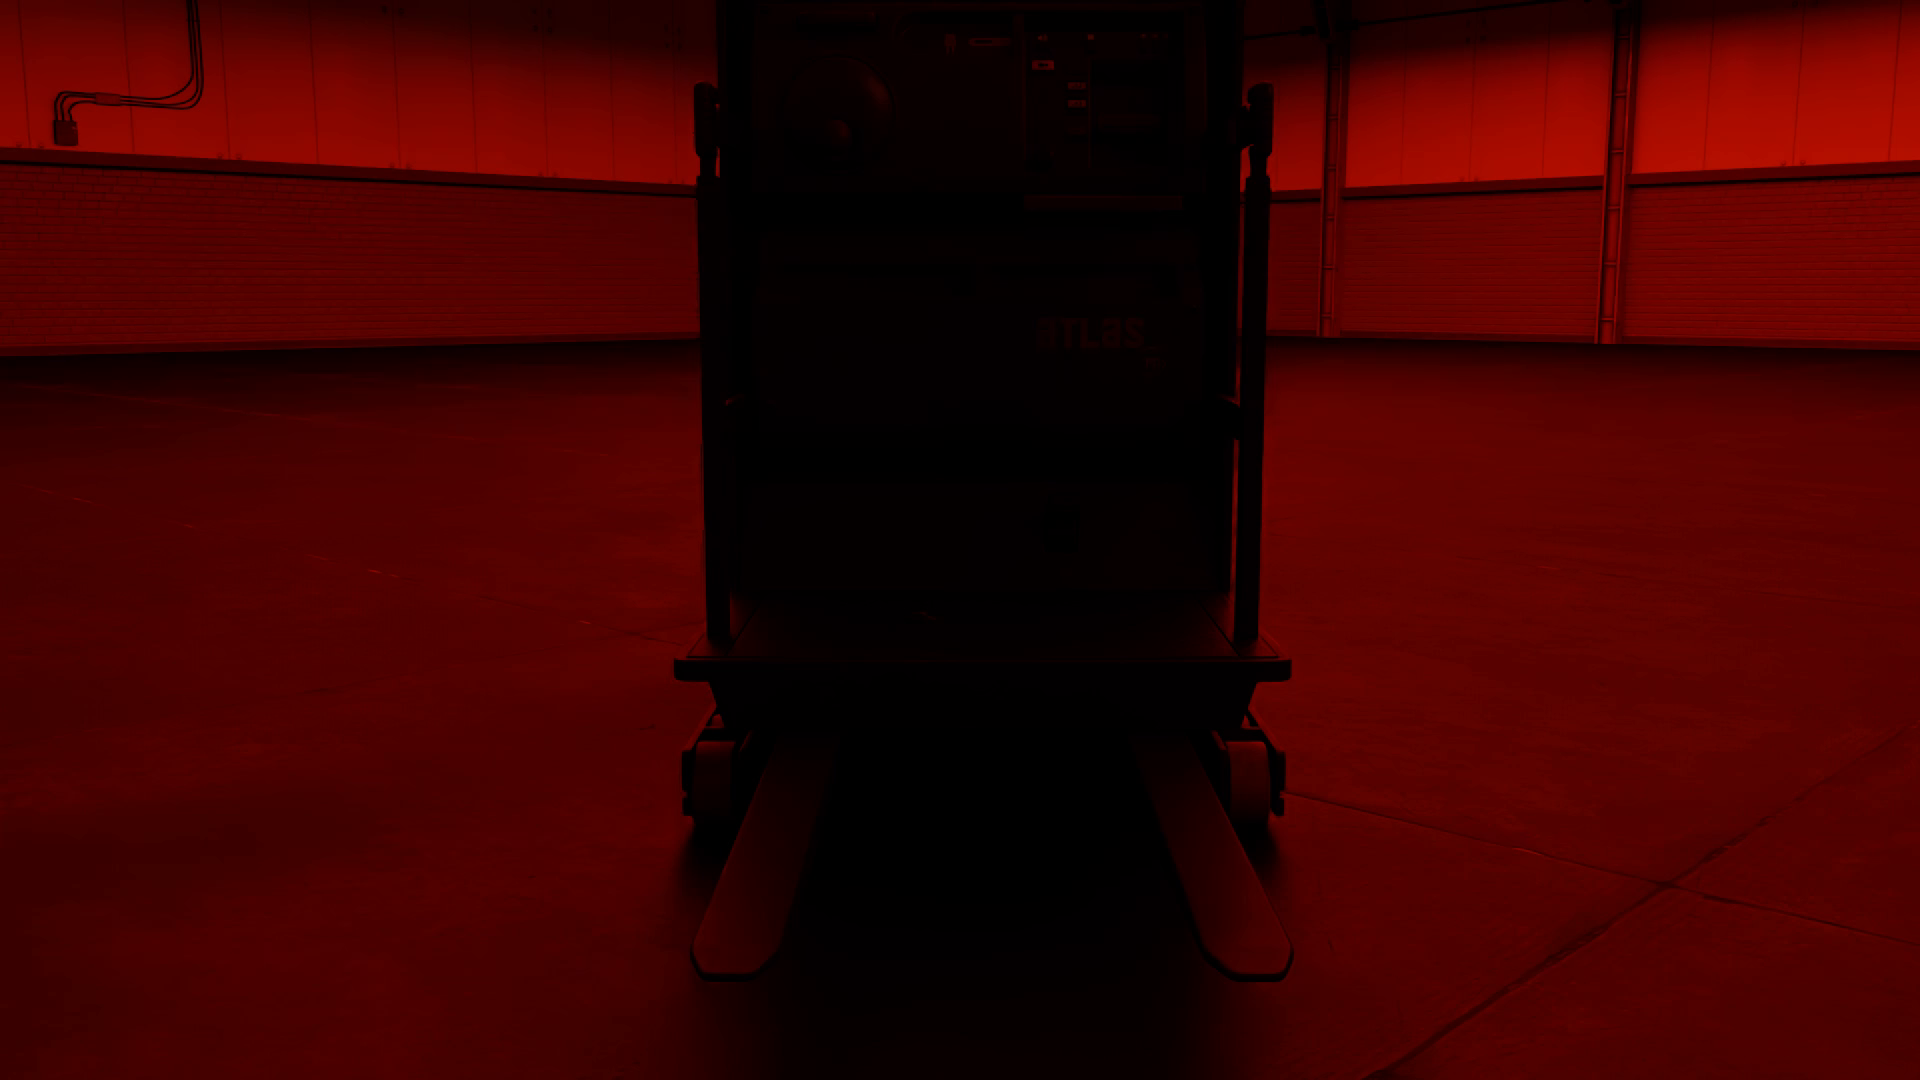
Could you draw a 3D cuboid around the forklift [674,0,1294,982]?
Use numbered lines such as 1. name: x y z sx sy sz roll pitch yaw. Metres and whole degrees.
1. forklift: 0.041 -0.955 3.214 1.130 2.935 3.031 0 9 0
